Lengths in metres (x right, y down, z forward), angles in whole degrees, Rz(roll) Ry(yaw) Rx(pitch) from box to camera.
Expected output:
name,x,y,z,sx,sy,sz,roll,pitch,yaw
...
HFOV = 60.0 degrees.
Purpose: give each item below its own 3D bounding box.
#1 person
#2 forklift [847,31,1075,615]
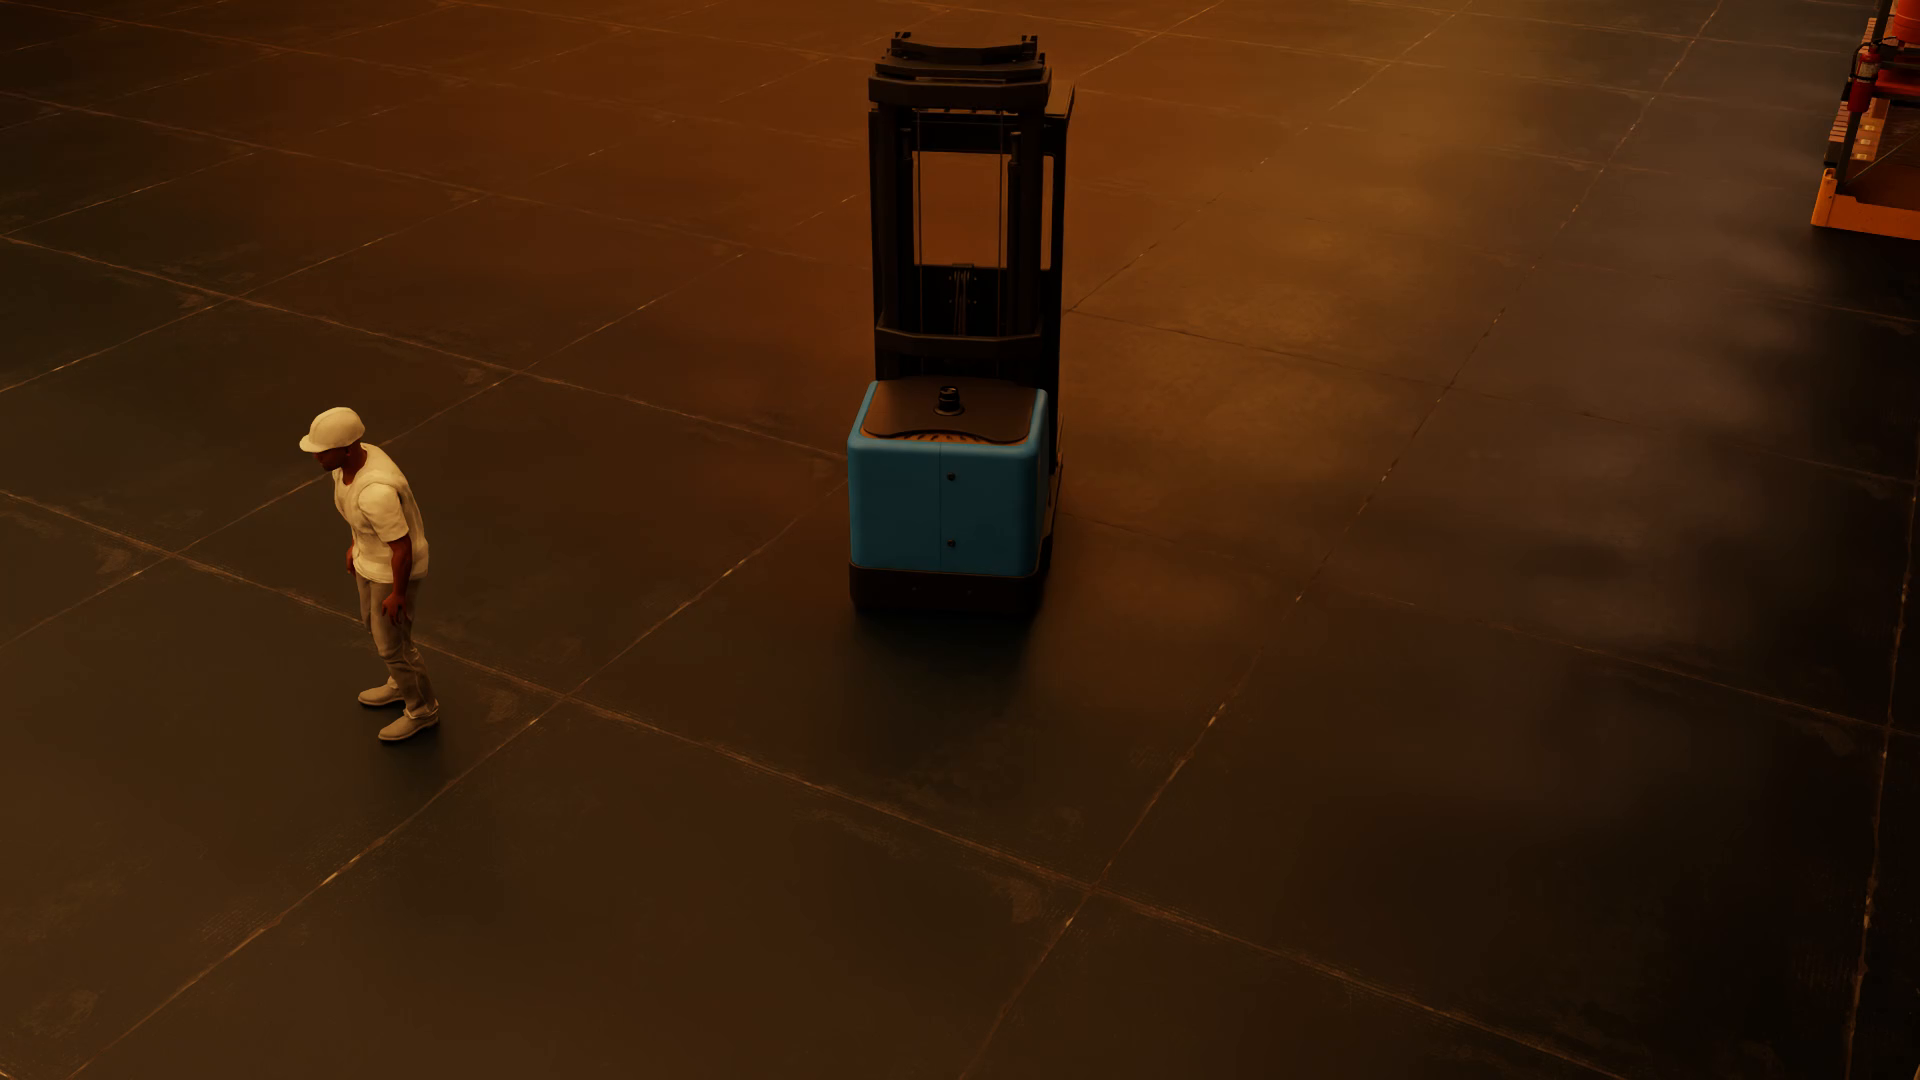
name,x,y,z,sx,sy,sz,roll,pitch,yaw
person,-2.798,0.144,7.997,0.461,1.759,0.609,-19,35,-29
forklift,0.072,-1.572,9.794,1.130,2.935,3.031,3,30,6
